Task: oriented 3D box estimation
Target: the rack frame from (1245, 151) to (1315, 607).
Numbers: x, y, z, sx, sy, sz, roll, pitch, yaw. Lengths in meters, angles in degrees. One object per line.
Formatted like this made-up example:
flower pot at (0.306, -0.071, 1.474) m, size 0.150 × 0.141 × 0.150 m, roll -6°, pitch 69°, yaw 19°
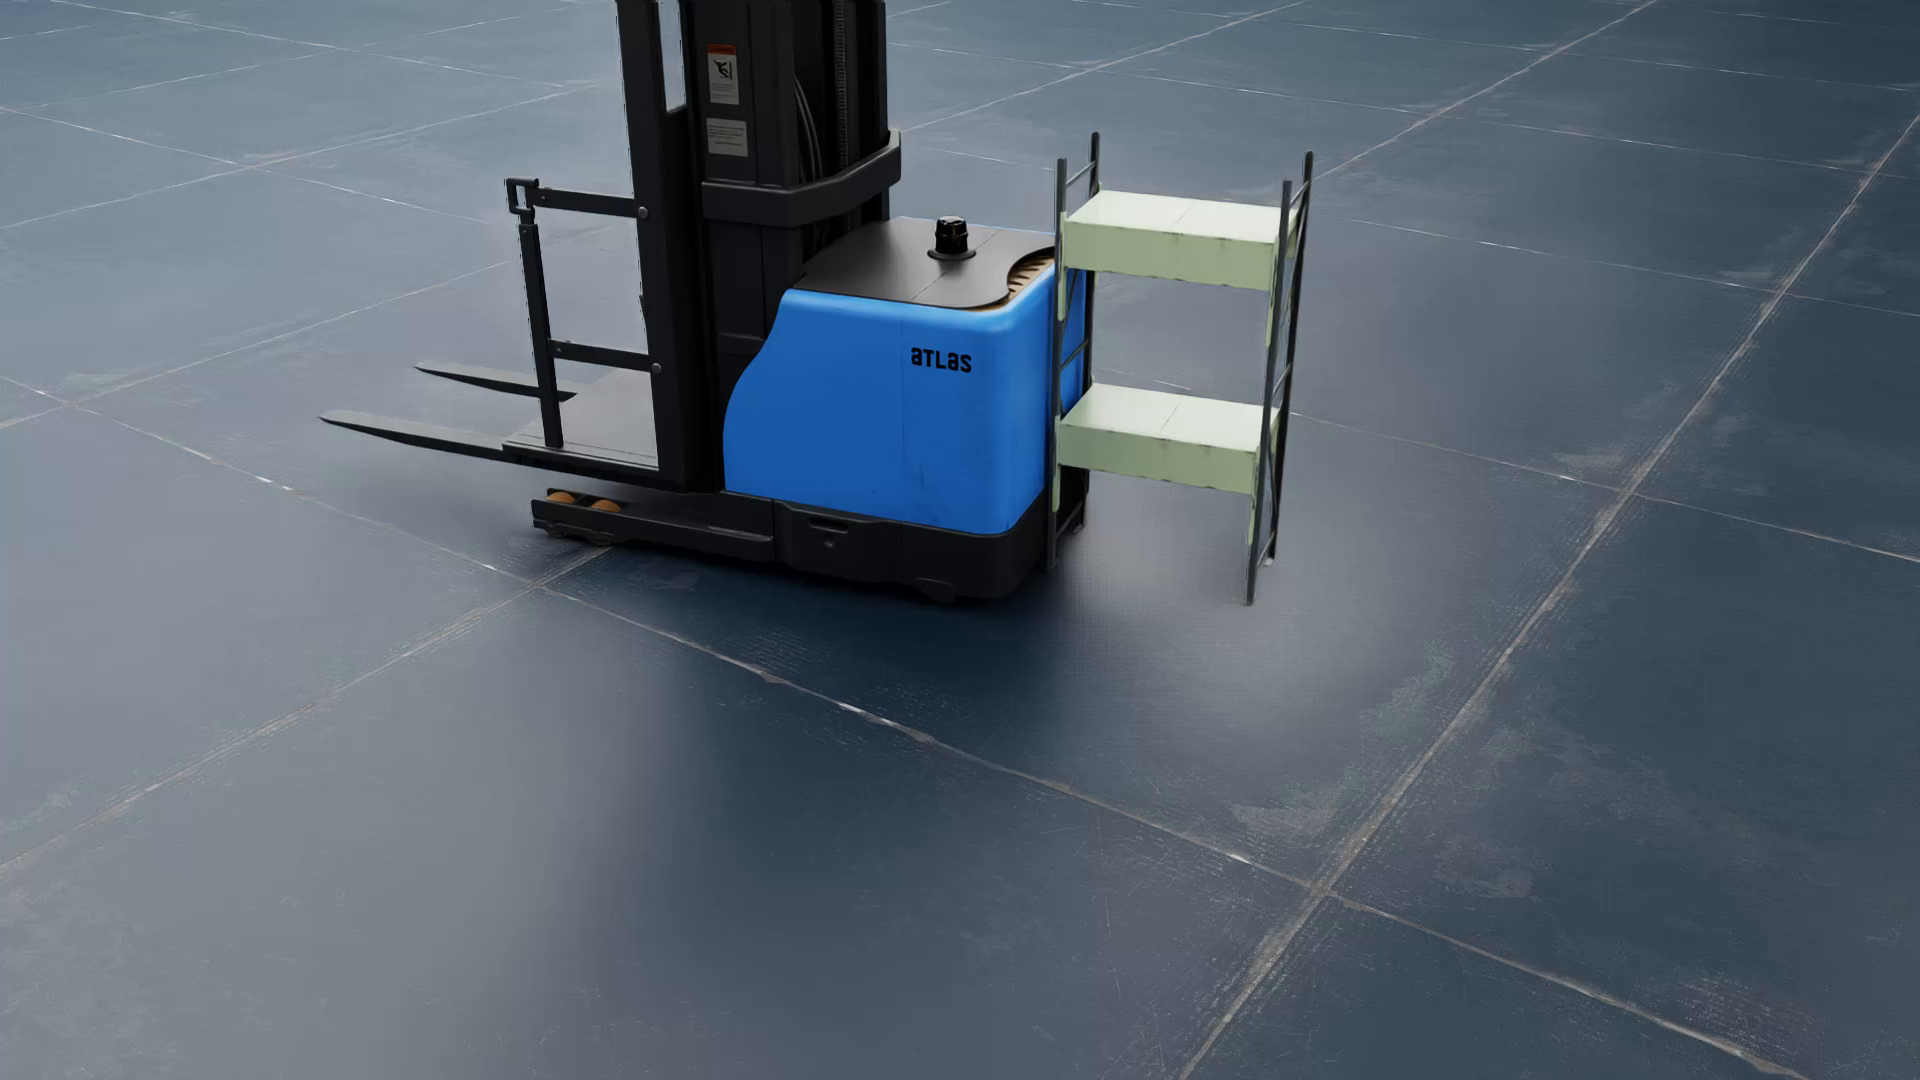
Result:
rack frame at (1.079, -0.522, 5.623) m, size 0.023 × 1.500 × 0.400 m, roll 10°, pitch 29°, yaw 19°

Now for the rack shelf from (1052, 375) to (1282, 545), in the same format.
rack shelf at (0.738, -0.292, 5.890) m, size 0.720 × 0.370 × 0.431 m, roll 10°, pitch 29°, yaw 19°

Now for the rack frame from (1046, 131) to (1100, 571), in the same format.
rack frame at (0.397, -0.644, 5.861) m, size 0.023 × 1.500 × 0.400 m, roll 10°, pitch 29°, yaw 19°

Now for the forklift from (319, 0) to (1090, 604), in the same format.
forklift at (-1.068, -1.496, 5.958) m, size 3.031 × 2.935 × 1.130 m, roll 10°, pitch 29°, yaw 19°

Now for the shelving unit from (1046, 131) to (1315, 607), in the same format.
shelving unit at (0.738, -0.583, 5.742) m, size 0.755 × 1.500 × 0.431 m, roll 10°, pitch 29°, yaw 19°

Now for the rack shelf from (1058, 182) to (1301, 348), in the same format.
rack shelf at (0.738, -0.931, 5.565) m, size 0.720 × 0.370 × 0.431 m, roll 10°, pitch 29°, yaw 19°
